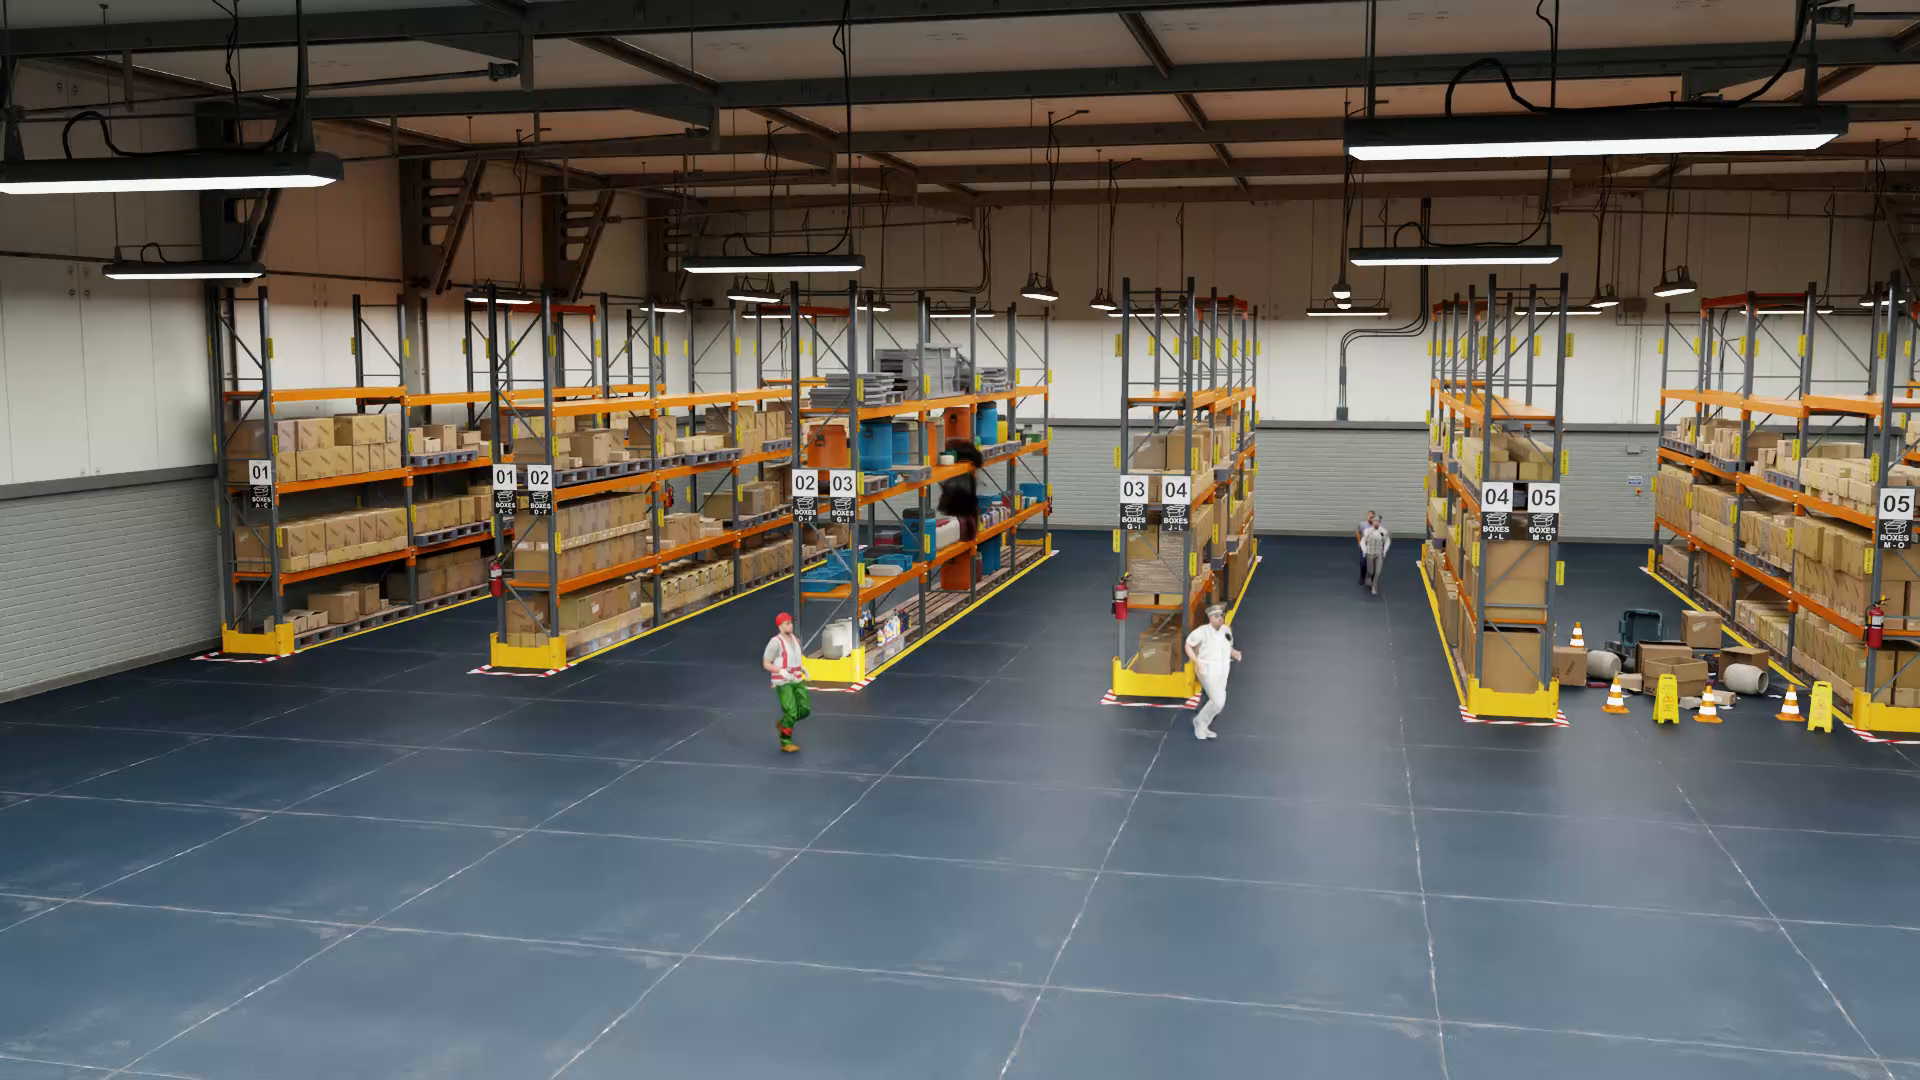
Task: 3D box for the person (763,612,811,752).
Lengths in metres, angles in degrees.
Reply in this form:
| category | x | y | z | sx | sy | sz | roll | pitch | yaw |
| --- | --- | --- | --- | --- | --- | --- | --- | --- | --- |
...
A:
| category | x | y | z | sx | sy | sz | roll | pitch | yaw |
| --- | --- | --- | --- | --- | --- | --- | --- | --- | --- |
| person | -2.136 | 1.766 | 20.688 | 0.612 | 1.739 | 0.651 | 5 | 8 | 39 |

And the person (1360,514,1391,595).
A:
| category | x | y | z | sx | sy | sz | roll | pitch | yaw |
| --- | --- | --- | --- | --- | --- | --- | --- | --- | --- |
| person | 8.519 | 0.279 | 34.116 | 0.603 | 1.648 | 0.593 | 1 | 7 | 10 |

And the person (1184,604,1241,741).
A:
| category | x | y | z | sx | sy | sz | roll | pitch | yaw |
| --- | --- | --- | --- | --- | --- | --- | --- | --- | --- |
| person | 3.283 | 1.698 | 21.258 | 0.636 | 1.776 | 0.663 | -5 | 8 | -34 |

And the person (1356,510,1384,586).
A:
| category | x | y | z | sx | sy | sz | roll | pitch | yaw |
| --- | --- | --- | --- | --- | --- | --- | --- | --- | --- |
| person | 8.632 | 0.184 | 34.973 | 0.612 | 1.617 | 0.578 | 2 | 7 | 15 |
